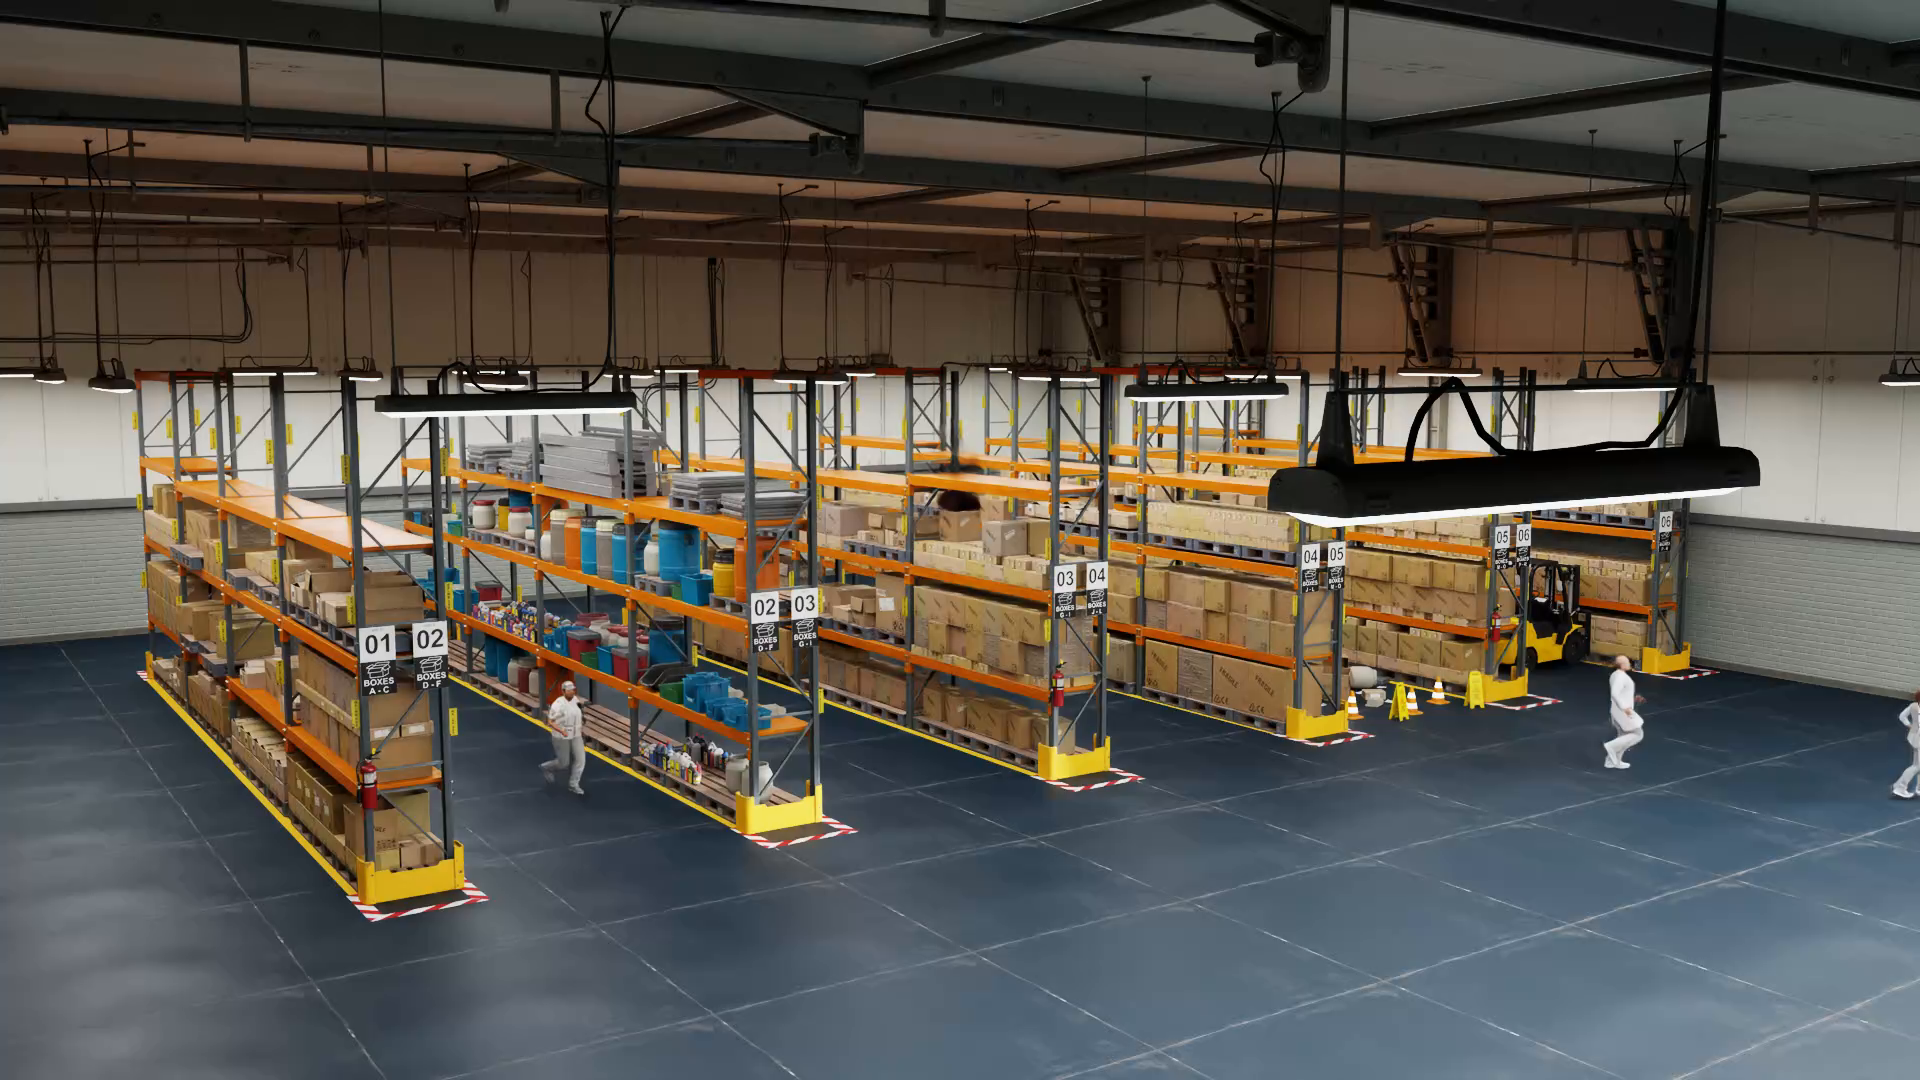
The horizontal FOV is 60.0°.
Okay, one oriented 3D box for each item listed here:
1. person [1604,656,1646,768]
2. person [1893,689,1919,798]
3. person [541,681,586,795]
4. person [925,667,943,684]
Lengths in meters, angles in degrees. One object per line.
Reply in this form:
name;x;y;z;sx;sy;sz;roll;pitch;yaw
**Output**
person;10.106;2.618;25.267;0.627;1.729;0.700;1;7;8
person;13.553;2.907;23.481;0.636;1.645;0.524;1;7;10
person;-5.707;2.826;24.003;0.754;1.634;0.597;5;8;39
person;-0.380;1.911;31.569;0.691;1.723;0.586;-6;9;-43
